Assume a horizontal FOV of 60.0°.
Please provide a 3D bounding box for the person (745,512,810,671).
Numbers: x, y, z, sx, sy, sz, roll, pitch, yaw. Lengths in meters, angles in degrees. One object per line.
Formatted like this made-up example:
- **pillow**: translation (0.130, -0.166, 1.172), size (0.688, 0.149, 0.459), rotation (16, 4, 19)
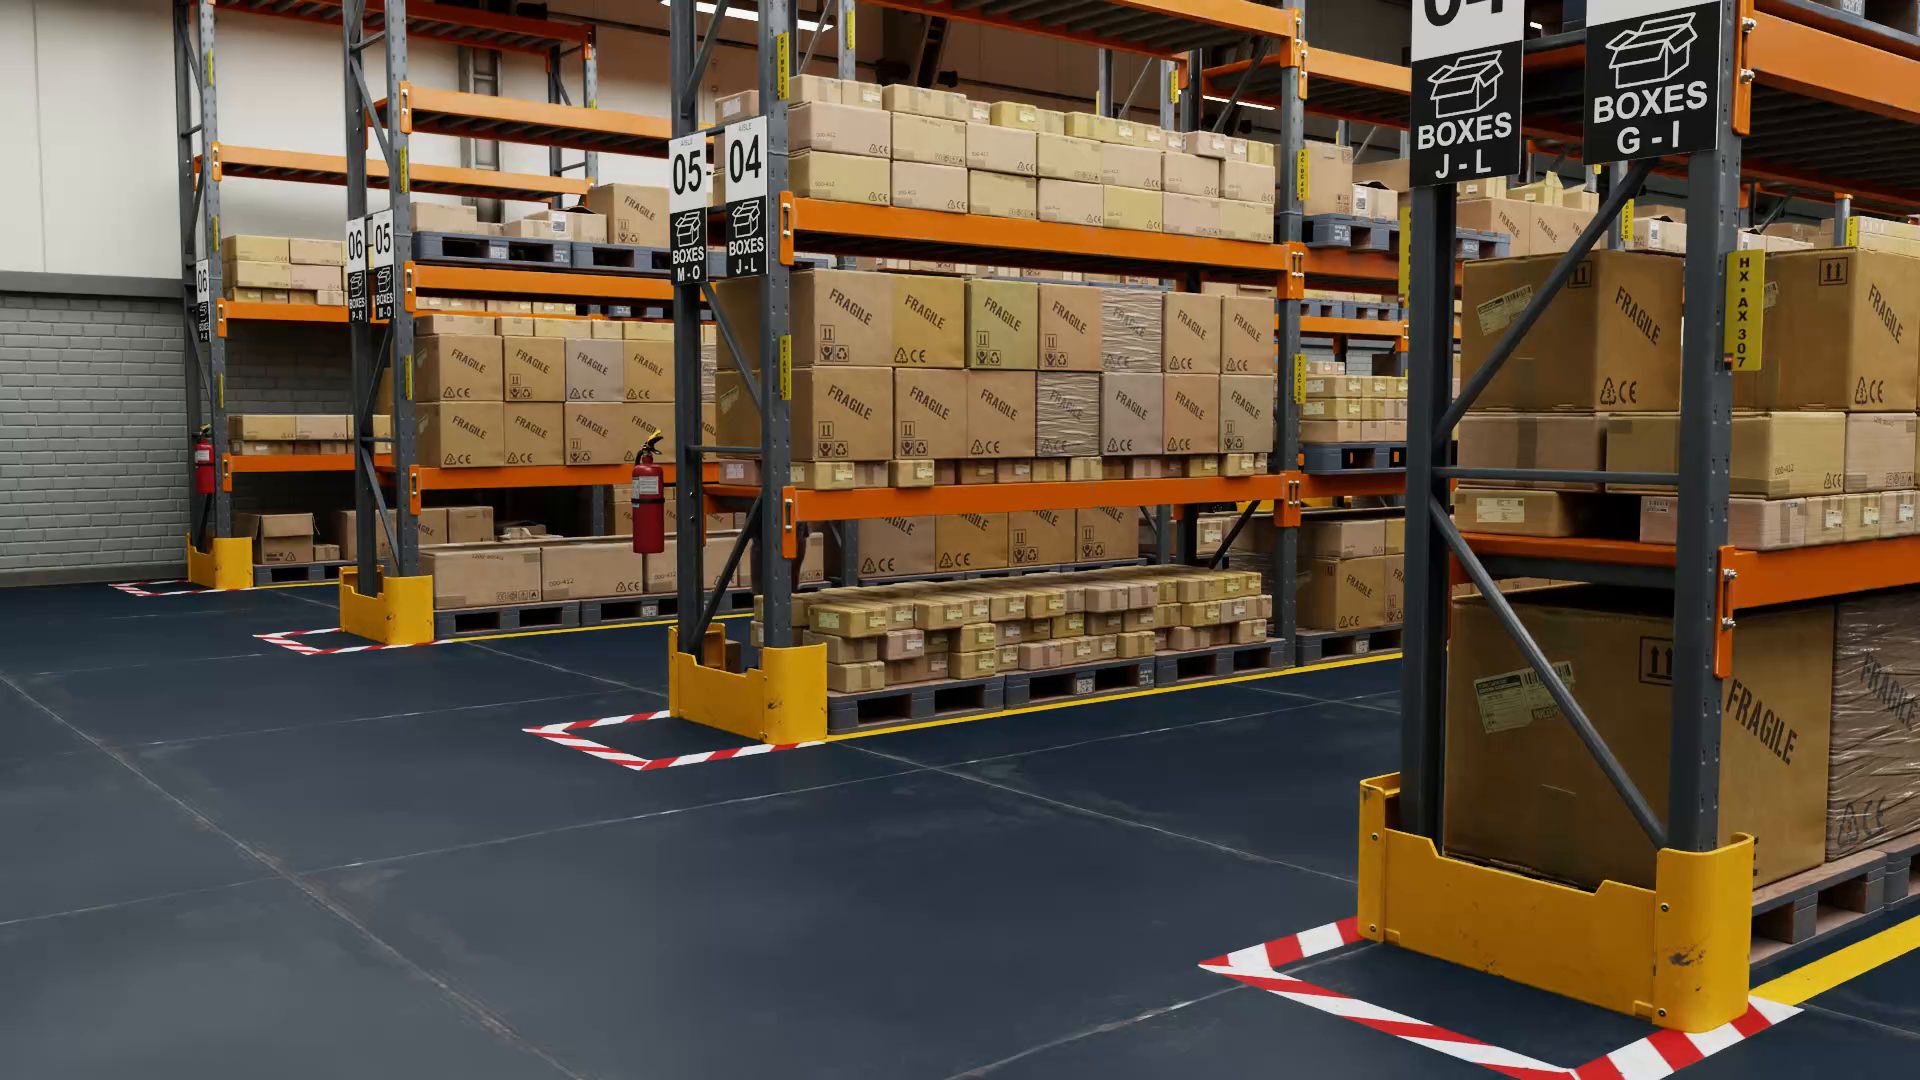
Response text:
- **person**: translation (-1.179, 0.028, 10.865), size (0.355, 1.713, 0.534), rotation (-3, 5, -39)
